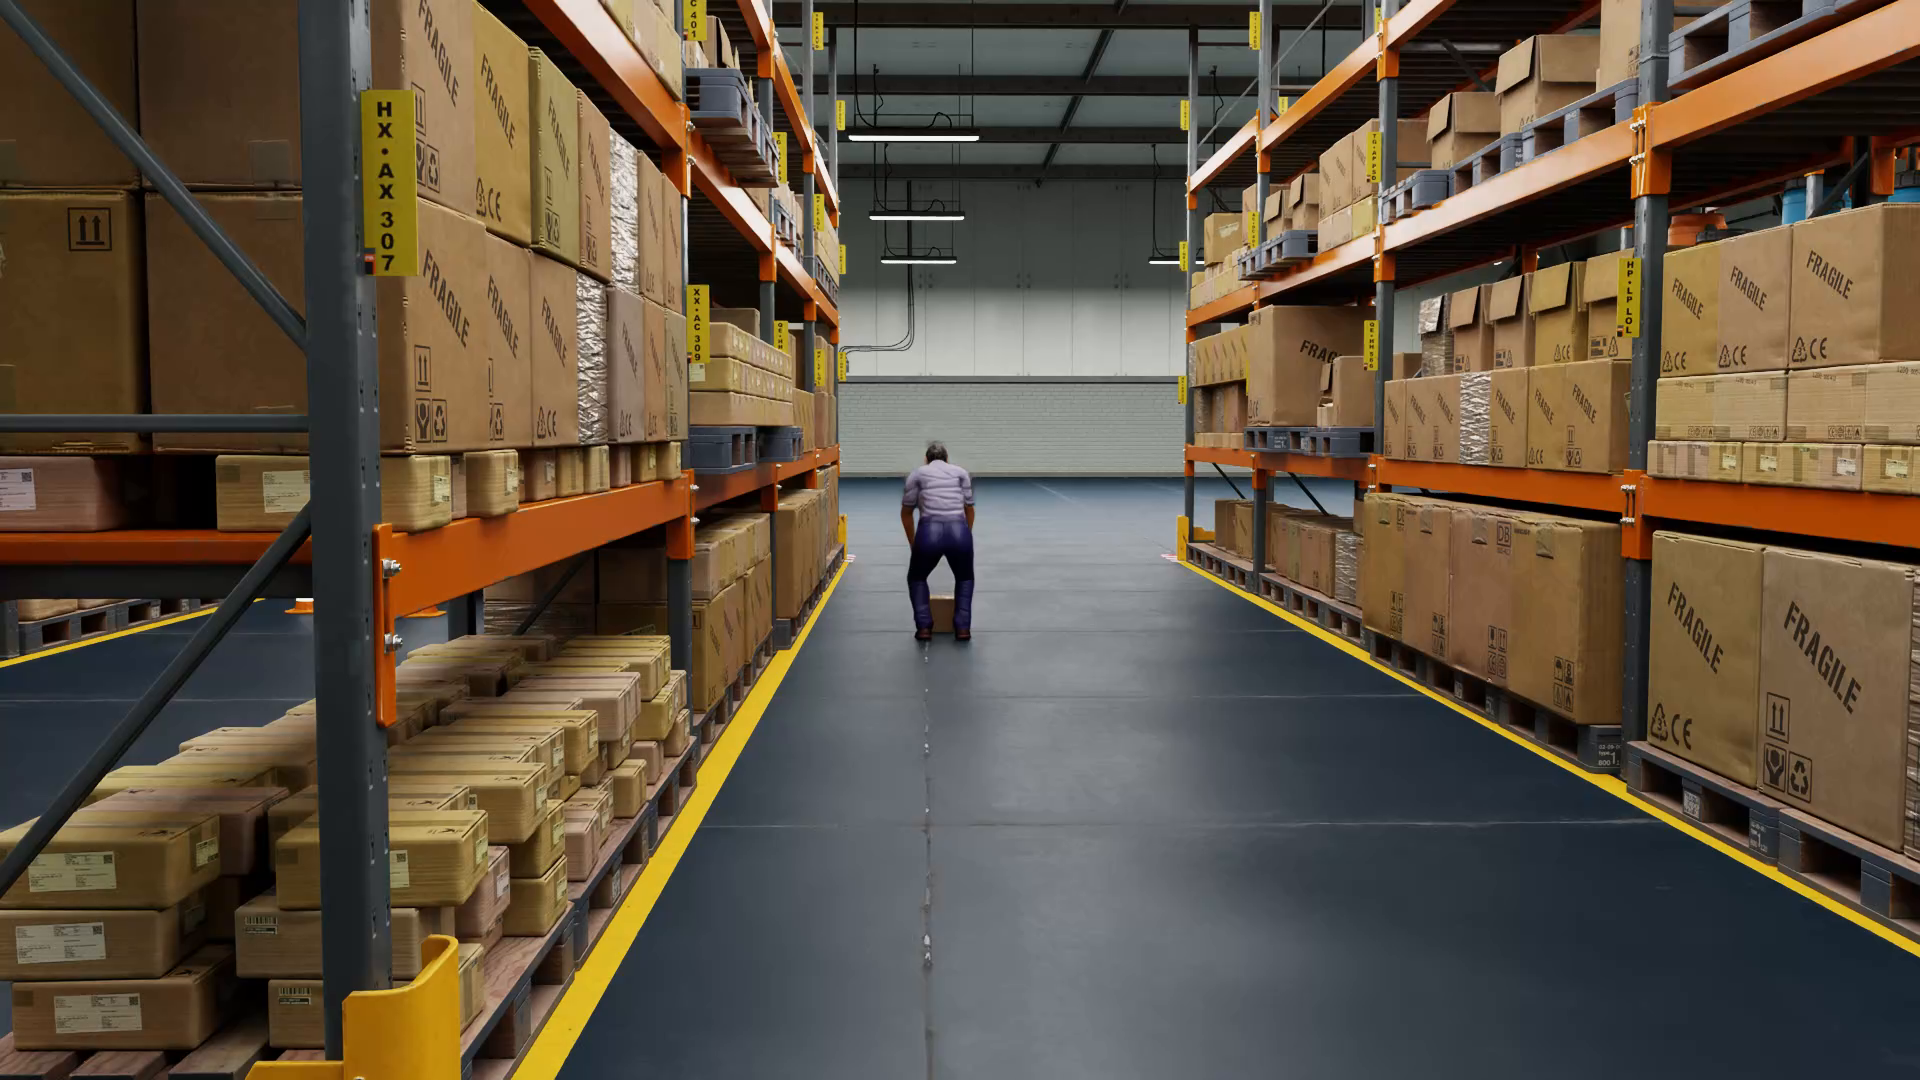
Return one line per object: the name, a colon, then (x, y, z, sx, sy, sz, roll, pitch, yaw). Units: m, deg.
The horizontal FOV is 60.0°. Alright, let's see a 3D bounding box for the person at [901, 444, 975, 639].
person: (-0.158, 0.013, 11.874, 0.533, 1.395, 0.636, 0, 4, -2)
